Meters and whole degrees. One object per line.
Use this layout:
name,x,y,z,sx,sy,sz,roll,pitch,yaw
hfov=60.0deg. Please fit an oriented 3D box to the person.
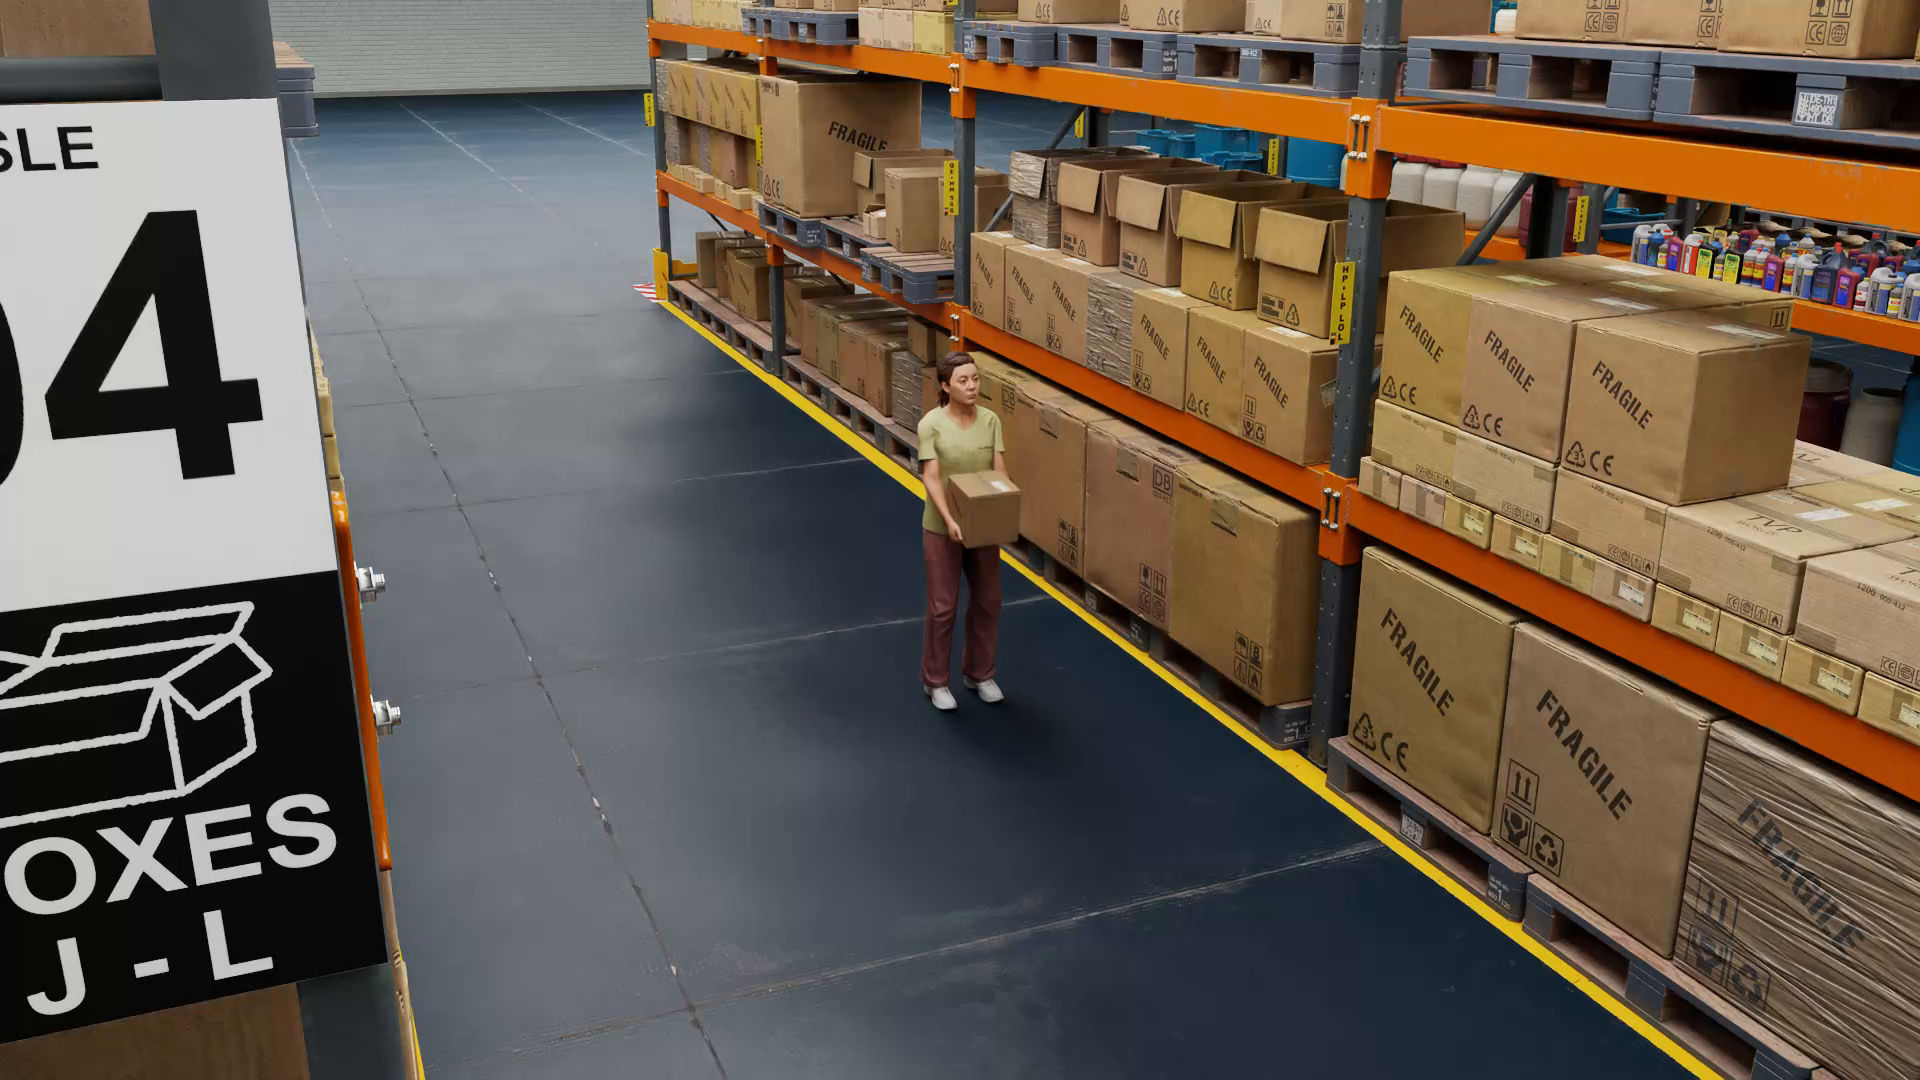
person,0.030,-0.026,7.661,0.425,1.664,0.551,-8,20,-21
